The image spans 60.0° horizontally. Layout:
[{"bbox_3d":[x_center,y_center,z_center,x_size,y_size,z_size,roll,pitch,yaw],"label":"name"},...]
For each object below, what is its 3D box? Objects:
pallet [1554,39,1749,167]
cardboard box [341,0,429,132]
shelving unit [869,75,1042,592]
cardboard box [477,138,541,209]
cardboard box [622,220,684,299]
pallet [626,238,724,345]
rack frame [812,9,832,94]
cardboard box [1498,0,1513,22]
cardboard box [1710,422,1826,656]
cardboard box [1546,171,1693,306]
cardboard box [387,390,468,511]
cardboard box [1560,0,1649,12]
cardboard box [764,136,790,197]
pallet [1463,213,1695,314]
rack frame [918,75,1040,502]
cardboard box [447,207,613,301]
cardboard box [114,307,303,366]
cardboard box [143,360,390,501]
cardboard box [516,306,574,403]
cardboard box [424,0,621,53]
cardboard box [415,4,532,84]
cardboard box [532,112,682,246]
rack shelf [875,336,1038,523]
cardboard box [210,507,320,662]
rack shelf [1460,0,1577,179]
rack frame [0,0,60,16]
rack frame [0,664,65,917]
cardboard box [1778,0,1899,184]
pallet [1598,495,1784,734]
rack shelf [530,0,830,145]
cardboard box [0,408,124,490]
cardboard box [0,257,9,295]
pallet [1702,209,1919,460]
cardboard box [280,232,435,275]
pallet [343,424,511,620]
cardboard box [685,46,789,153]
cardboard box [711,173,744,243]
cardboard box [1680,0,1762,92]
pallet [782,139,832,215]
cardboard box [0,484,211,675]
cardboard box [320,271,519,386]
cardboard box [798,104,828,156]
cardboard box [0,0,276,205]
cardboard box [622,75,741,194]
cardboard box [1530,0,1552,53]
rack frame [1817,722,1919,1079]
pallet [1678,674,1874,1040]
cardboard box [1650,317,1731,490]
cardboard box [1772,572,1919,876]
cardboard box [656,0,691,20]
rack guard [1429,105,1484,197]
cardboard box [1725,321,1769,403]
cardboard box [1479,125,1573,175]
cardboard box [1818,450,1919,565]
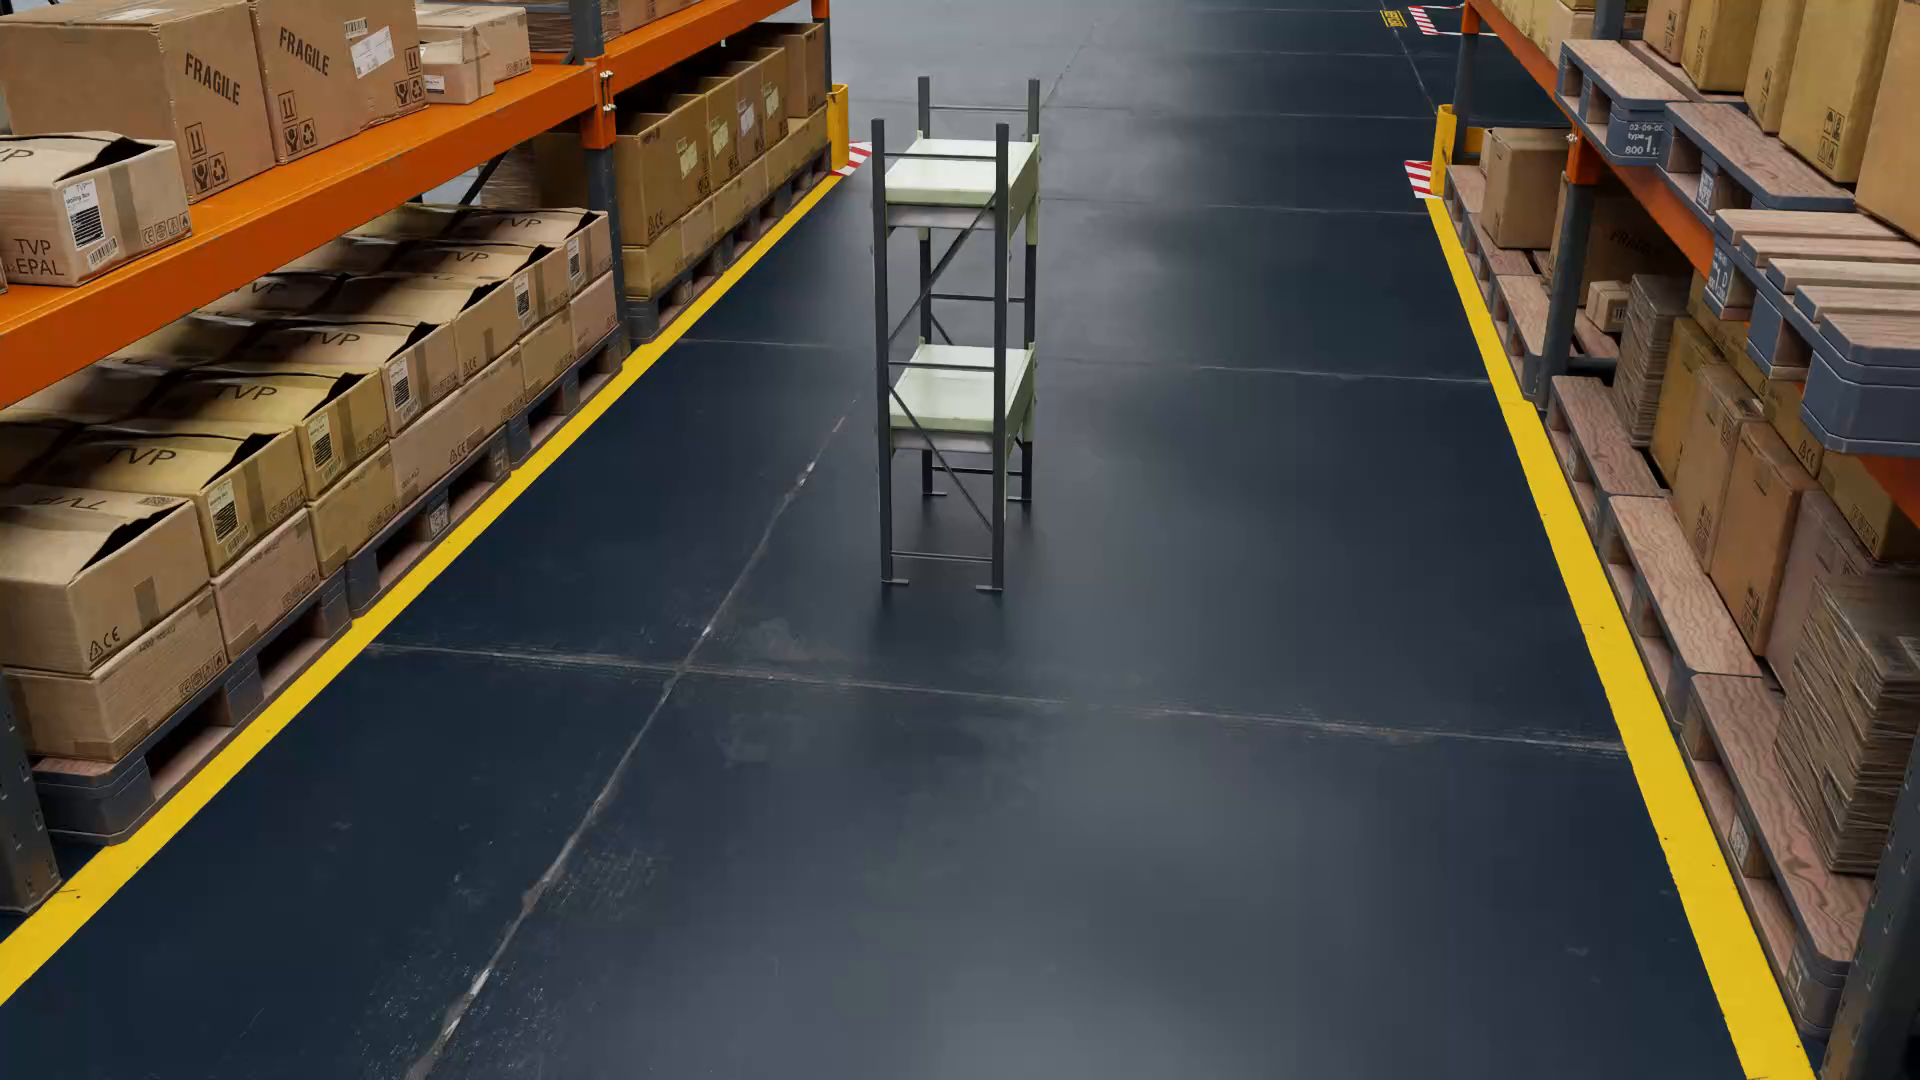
[{"bbox_3d":[2.623,-1.476,5.591,1.003,0.211,1.213,4,25,9],"label":"pallet"},{"bbox_3d":[-2.224,-1.719,5.766,0.500,0.500,0.500,6,26,12],"label":"cardboard box"},{"bbox_3d":[0.001,-0.682,5.438,0.431,1.500,0.755,4,25,9],"label":"shelving unit"},{"bbox_3d":[-2.043,-1.916,8.168,0.500,0.500,0.500,4,25,9],"label":"cardboard box"},{"bbox_3d":[-1.622,-1.332,7.805,0.500,0.250,0.500,4,25,9],"label":"cardboard box"},{"bbox_3d":[-1.825,-1.281,8.237,1.003,0.211,1.213,4,25,9],"label":"pallet"},{"bbox_3d":[-1.343,-3.887,10.515,1.000,3.000,0.127,4,25,9],"label":"rack frame"},{"bbox_3d":[2.907,-2.662,8.052,0.500,0.250,0.500,4,25,9],"label":"cardboard box"},{"bbox_3d":[2.556,0.012,4.616,0.700,0.500,0.500,4,25,8],"label":"cardboard box"},{"bbox_3d":[3.021,-1.376,7.581,0.500,0.500,0.500,2,25,5],"label":"cardboard box"},{"bbox_3d":[-2.030,-0.327,5.658,0.500,0.250,0.500,5,25,10],"label":"cardboard box"},{"bbox_3d":[2.663,-2.372,6.548,0.500,0.500,0.500,4,25,8],"label":"cardboard box"},{"bbox_3d":[-1.289,-2.168,9.591,0.500,0.250,0.500,4,25,9],"label":"cardboard box"},{"bbox_3d":[3.163,-1.404,8.501,1.003,0.211,1.213,4,25,9],"label":"pallet"},{"bbox_3d":[0.061,-0.835,5.765,0.400,1.500,0.023,4,25,9],"label":"rack frame"},{"bbox_3d":[-1.780,-1.223,6.912,0.500,0.311,0.500,4,25,9],"label":"cardboard box"},{"bbox_3d":[-2.560,-0.614,5.610,0.500,0.311,0.500,5,25,10],"label":"cardboard box"},{"bbox_3d":[-2.112,-0.372,5.093,0.500,0.311,0.500,3,25,7],"label":"cardboard box"},{"bbox_3d":[-1.863,-0.754,6.570,0.500,0.250,0.500,4,25,8],"label":"cardboard box"},{"bbox_3d":[-1.930,-2.445,7.318,0.700,0.500,0.500,3,25,7],"label":"cardboard box"},{"bbox_3d":[-2.034,-1.937,6.527,0.500,0.250,0.500,6,26,12],"label":"cardboard box"},{"bbox_3d":[-1.612,-1.671,7.644,0.500,0.500,0.500,4,25,9],"label":"cardboard box"},{"bbox_3d":[0.001,-0.387,5.576,0.431,0.370,0.720,4,25,9],"label":"rack shelf"},{"bbox_3d":[-2.194,0.105,4.735,0.500,0.250,0.500,3,25,7],"label":"cardboard box"},{"bbox_3d":[3.218,-2.383,8.151,1.077,0.370,4.000,4,25,9],"label":"rack shelf"},{"bbox_3d":[-6.229,-4.232,11.252,1.000,3.000,0.127,4,25,9],"label":"rack frame"},{"bbox_3d":[-2.650,-0.541,3.367,1.000,3.000,0.127,4,25,9],"label":"rack frame"},{"bbox_3d":[2.486,-1.164,4.061,0.700,0.500,0.500,4,25,9],"label":"cardboard box"},{"bbox_3d":[2.568,0.228,5.013,1.003,0.211,1.213,4,25,9],"label":"pallet"},{"bbox_3d":[-1.670,-2.725,8.881,1.077,0.370,4.000,4,25,9],"label":"rack shelf"},{"bbox_3d":[-2.729,-0.194,4.712,0.500,0.311,0.500,4,25,8],"label":"cardboard box"},{"bbox_3d":[-2.548,-0.650,3.705,0.500,0.311,0.500,6,26,12],"label":"cardboard box"},{"bbox_3d":[2.249,-0.418,3.331,1.213,0.211,1.003,4,25,9],"label":"pallet"},{"bbox_3d":[-2.397,-1.048,6.537,0.500,0.311,0.500,4,25,8],"label":"cardboard box"},{"bbox_3d":[-2.275,-0.128,5.775,1.003,0.211,1.213,4,25,9],"label":"pallet"},{"bbox_3d":[-1.286,-2.507,9.431,0.500,0.500,0.500,4,25,9],"label":"cardboard box"},{"bbox_3d":[-1.448,-1.749,8.697,0.500,0.250,0.500,4,25,9],"label":"cardboard box"},{"bbox_3d":[2.676,-1.673,5.149,0.700,0.500,0.500,7,26,14],"label":"cardboard box"},{"bbox_3d":[-1.426,-2.301,10.417,1.003,0.211,1.213,4,25,9],"label":"pallet"},{"bbox_3d":[-2.275,0.062,4.167,0.500,0.311,0.500,5,26,10],"label":"cardboard box"},{"bbox_3d":[-1.943,-0.797,6.001,0.500,0.311,0.500,4,25,8],"label":"cardboard box"},{"bbox_3d":[-1.139,-2.587,10.486,0.500,0.250,0.500,4,25,9],"label":"cardboard box"},{"bbox_3d":[-2.392,-1.289,4.848,0.500,0.500,0.500,3,25,6],"label":"cardboard box"},{"bbox_3d":[-1.448,-2.089,8.538,0.500,0.500,0.500,4,25,9],"label":"cardboard box"},{"bbox_3d":[2.759,-2.240,7.151,0.500,0.250,0.500,4,25,9],"label":"cardboard box"},{"bbox_3d":[2.238,-0.199,2.637,1.000,3.000,0.127,4,25,9],"label":"rack frame"},{"bbox_3d":[2.367,0.737,3.927,1.003,0.211,1.213,4,25,9],"label":"pallet"},{"bbox_3d":[2.752,-0.411,5.519,0.700,0.500,0.500,4,25,7],"label":"cardboard box"},{"bbox_3d":[2.304,0.429,3.725,0.700,0.500,0.500,4,25,9],"label":"cardboard box"},{"bbox_3d":[-1.764,-2.876,8.238,0.700,0.500,0.500,4,25,9],"label":"cardboard box"},{"bbox_3d":[3.533,-2.381,10.248,1.175,0.500,0.348,4,25,9],"label":"rack guard"},{"bbox_3d":[2.637,-0.568,4.970,0.500,0.250,0.500,3,25,7],"label":"cardboard box"},{"bbox_3d":[3.343,-2.243,9.657,0.500,0.311,0.500,1,25,3],"label":"cardboard box"},{"bbox_3d":[2.459,-0.145,4.066,0.500,0.250,0.500,4,25,10],"label":"cardboard box"}]
